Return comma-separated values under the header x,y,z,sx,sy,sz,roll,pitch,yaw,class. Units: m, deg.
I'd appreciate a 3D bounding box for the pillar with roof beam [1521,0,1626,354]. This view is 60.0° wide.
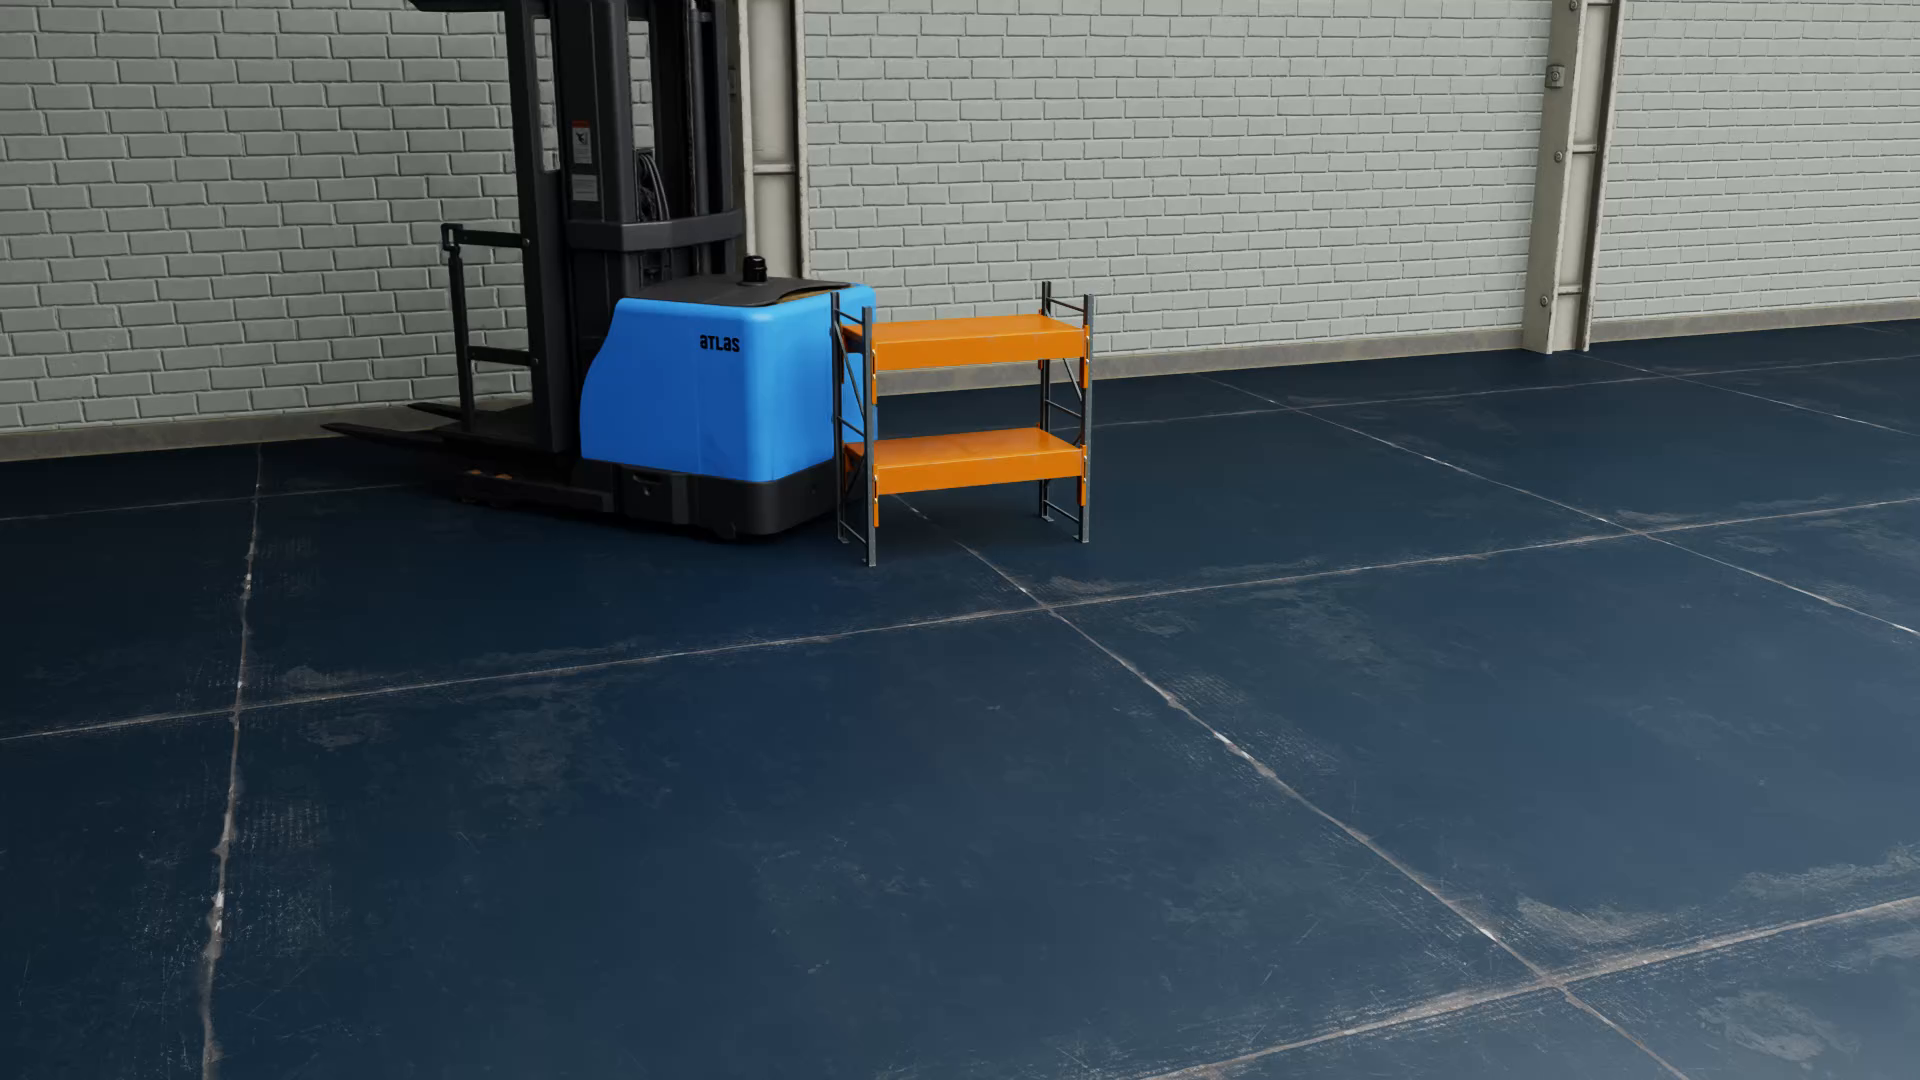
x,y,z,sx,sy,sz,roll,pitch,yaw,class
5.998,-4.618,7.353,0.400,9.000,9.100,-6,17,-20,pillar with roof beam

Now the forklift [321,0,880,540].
x,y,z,sx,sy,sz,roll,pitch,yaw,class
-1.931,-1.682,8.124,3.031,2.935,1.130,9,18,27,forklift

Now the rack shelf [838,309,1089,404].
x,y,z,sx,sy,sz,roll,pitch,yaw,class
0.006,-0.821,7.360,1.000,0.278,0.538,-6,17,-20,rack shelf

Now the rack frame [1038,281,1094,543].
x,y,z,sx,sy,sz,roll,pitch,yaw,class
0.481,-0.592,7.617,0.032,1.125,0.500,-6,17,-20,rack frame

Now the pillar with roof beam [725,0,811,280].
x,y,z,sx,sy,sz,roll,pitch,yaw,class
0.395,-4.013,5.293,0.400,9.000,9.100,-6,17,-20,pillar with roof beam

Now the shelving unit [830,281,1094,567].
x,y,z,sx,sy,sz,roll,pitch,yaw,class
0.006,-0.540,7.442,1.048,1.125,0.538,-6,17,-20,shelving unit

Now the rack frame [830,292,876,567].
x,y,z,sx,sy,sz,roll,pitch,yaw,class
-0.468,-0.489,7.268,0.032,1.125,0.500,-6,17,-20,rack frame

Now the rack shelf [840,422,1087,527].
x,y,z,sx,sy,sz,roll,pitch,yaw,class
0.006,-0.306,7.511,1.000,0.278,0.538,-6,17,-20,rack shelf
